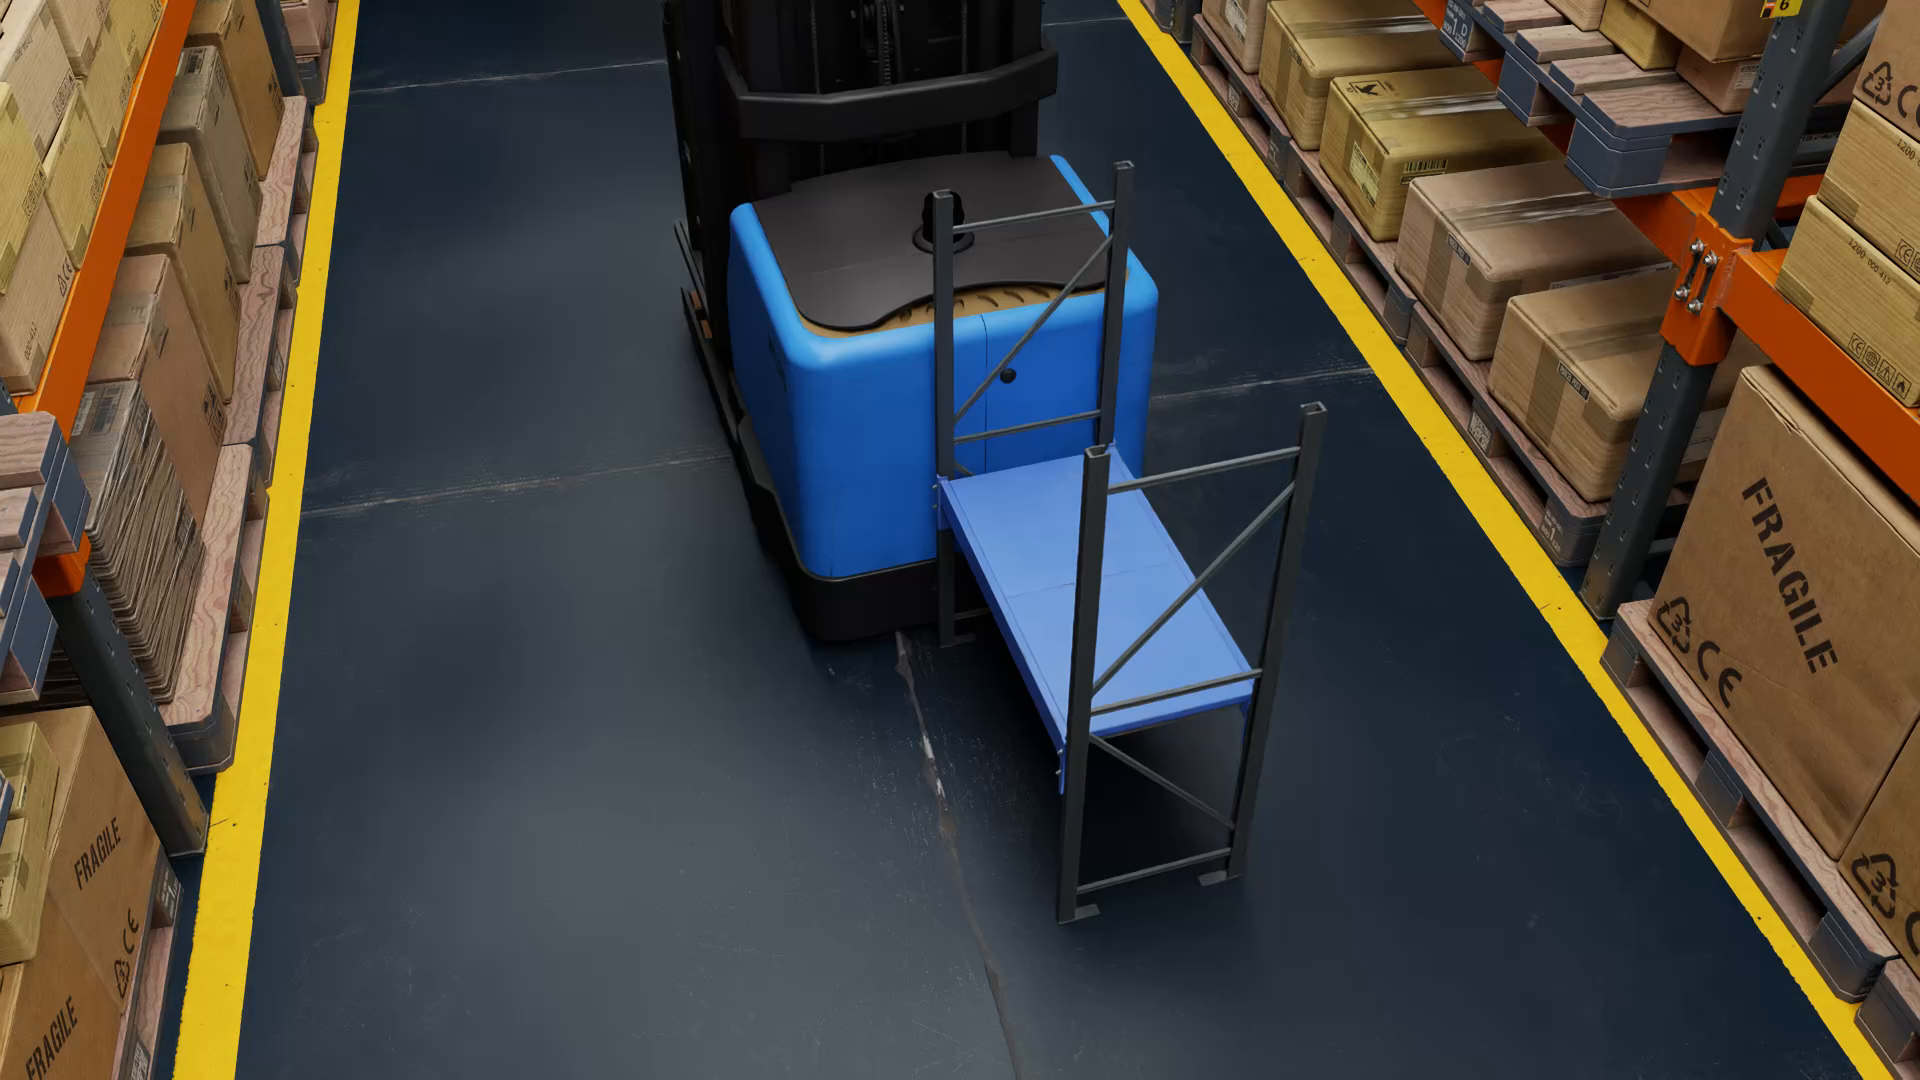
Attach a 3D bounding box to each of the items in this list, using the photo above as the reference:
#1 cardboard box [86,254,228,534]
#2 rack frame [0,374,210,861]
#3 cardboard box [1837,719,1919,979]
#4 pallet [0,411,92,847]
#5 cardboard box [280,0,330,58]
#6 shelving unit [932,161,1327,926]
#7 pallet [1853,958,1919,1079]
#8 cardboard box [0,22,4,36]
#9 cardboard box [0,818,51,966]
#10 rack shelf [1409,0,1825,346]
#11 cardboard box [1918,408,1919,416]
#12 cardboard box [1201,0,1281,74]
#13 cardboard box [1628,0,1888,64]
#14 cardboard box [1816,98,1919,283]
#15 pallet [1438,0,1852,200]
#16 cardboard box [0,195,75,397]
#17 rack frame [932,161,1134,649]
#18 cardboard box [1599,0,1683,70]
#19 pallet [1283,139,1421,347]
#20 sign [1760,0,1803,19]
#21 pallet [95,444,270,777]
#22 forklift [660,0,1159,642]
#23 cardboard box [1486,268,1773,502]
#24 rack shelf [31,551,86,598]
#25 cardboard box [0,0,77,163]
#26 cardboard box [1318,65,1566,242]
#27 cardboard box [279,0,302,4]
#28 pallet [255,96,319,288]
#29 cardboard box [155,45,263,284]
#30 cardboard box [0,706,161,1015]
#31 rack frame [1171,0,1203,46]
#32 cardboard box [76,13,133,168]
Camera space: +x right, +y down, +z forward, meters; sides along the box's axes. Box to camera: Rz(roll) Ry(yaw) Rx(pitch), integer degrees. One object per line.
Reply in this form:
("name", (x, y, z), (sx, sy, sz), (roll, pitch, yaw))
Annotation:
("cardboard box", (-2.736, -0.369, 4.878), (0.875, 0.625, 0.625), (-7, 42, -8))
("rack frame", (-2.466, -0.271, 3.296), (1.000, 3.000, 0.127), (-8, 42, -9))
("cardboard box", (2.636, 0.691, 3.496), (0.875, 0.875, 0.875), (-8, 42, -9))
("pallet", (-2.251, 0.230, 2.876), (1.213, 0.211, 1.003), (-8, 42, -9))
("cardboard box", (-3.110, -2.353, 7.397), (0.500, 0.250, 0.500), (-8, 42, -9))
("shelving unit", (0.329, 0.023, 4.094), (0.538, 1.500, 1.048), (-12, 43, -13))
("pallet", (2.736, 1.369, 3.548), (1.003, 0.211, 1.213), (-8, 42, -9))
("cardboard box", (-2.386, -1.135, 3.706), (0.380, 0.149, 0.250), (-7, 42, -8))
("cardboard box", (-2.023, 0.721, 3.257), (0.380, 0.149, 0.250), (-10, 43, -12))
("rack shelf", (1.948, -2.012, 5.799), (1.077, 0.370, 4.000), (-8, 42, -9))
("cardboard box", (2.368, -0.245, 3.379), (0.500, 0.250, 0.500), (-9, 42, -11))
("cardboard box", (1.632, -2.412, 7.371), (0.950, 0.372, 0.625), (-8, 42, -9))
("cardboard box", (2.010, -1.545, 4.115), (0.500, 0.500, 0.500), (-9, 42, -11))
("cardboard box", (2.248, -0.752, 3.574), (0.500, 0.250, 0.500), (-9, 42, -10))
("pallet", (2.122, -1.360, 4.667), (1.213, 0.211, 1.003), (-8, 42, -9))
("cardboard box", (-2.323, -0.537, 3.709), (0.500, 0.250, 0.500), (-8, 42, -9))
("rack frame", (0.177, -0.299, 4.457), (0.500, 1.500, 0.032), (-12, 43, -13))
("cardboard box", (1.951, -1.390, 4.429), (0.380, 0.149, 0.250), (-8, 42, -9))
("pallet", (1.953, -1.238, 6.485), (1.003, 0.211, 1.213), (-8, 42, -9))
("sign", (1.852, -1.304, 3.647), (0.100, 0.325, 0.005), (-8, 42, -9))
("pallet", (-2.606, 0.233, 4.829), (1.003, 0.211, 1.213), (-8, 42, -9))
("forklift", (-0.379, -1.793, 5.062), (1.130, 2.935, 3.031), (-12, 43, -13))
("cardboard box", (2.268, -0.527, 5.247), (0.950, 0.372, 0.625), (-11, 43, -12))
("rack shelf", (-2.034, 1.295, 2.074), (1.077, 0.370, 4.000), (-8, 42, -9))
("cardboard box", (-2.430, -1.049, 3.909), (0.500, 0.250, 0.500), (-7, 42, -8))
("cardboard box", (1.942, -1.496, 6.339), (0.950, 0.372, 0.625), (-7, 42, -8))
("cardboard box", (-3.132, -2.537, 7.227), (0.500, 0.250, 0.500), (-9, 42, -9))
("pallet", (-3.132, -1.349, 6.611), (1.003, 0.211, 1.213), (-8, 42, -9))
("cardboard box", (-3.046, -1.292, 5.918), (0.875, 0.625, 0.625), (-9, 42, -10))
("cardboard box", (-2.165, 0.750, 3.712), (0.500, 0.500, 0.500), (-7, 42, -8))
("rack frame", (1.517, -3.577, 7.021), (1.000, 3.000, 0.127), (-8, 42, -9))
("cardboard box", (-2.545, -1.197, 4.452), (0.500, 0.250, 0.500), (-10, 42, -11))
